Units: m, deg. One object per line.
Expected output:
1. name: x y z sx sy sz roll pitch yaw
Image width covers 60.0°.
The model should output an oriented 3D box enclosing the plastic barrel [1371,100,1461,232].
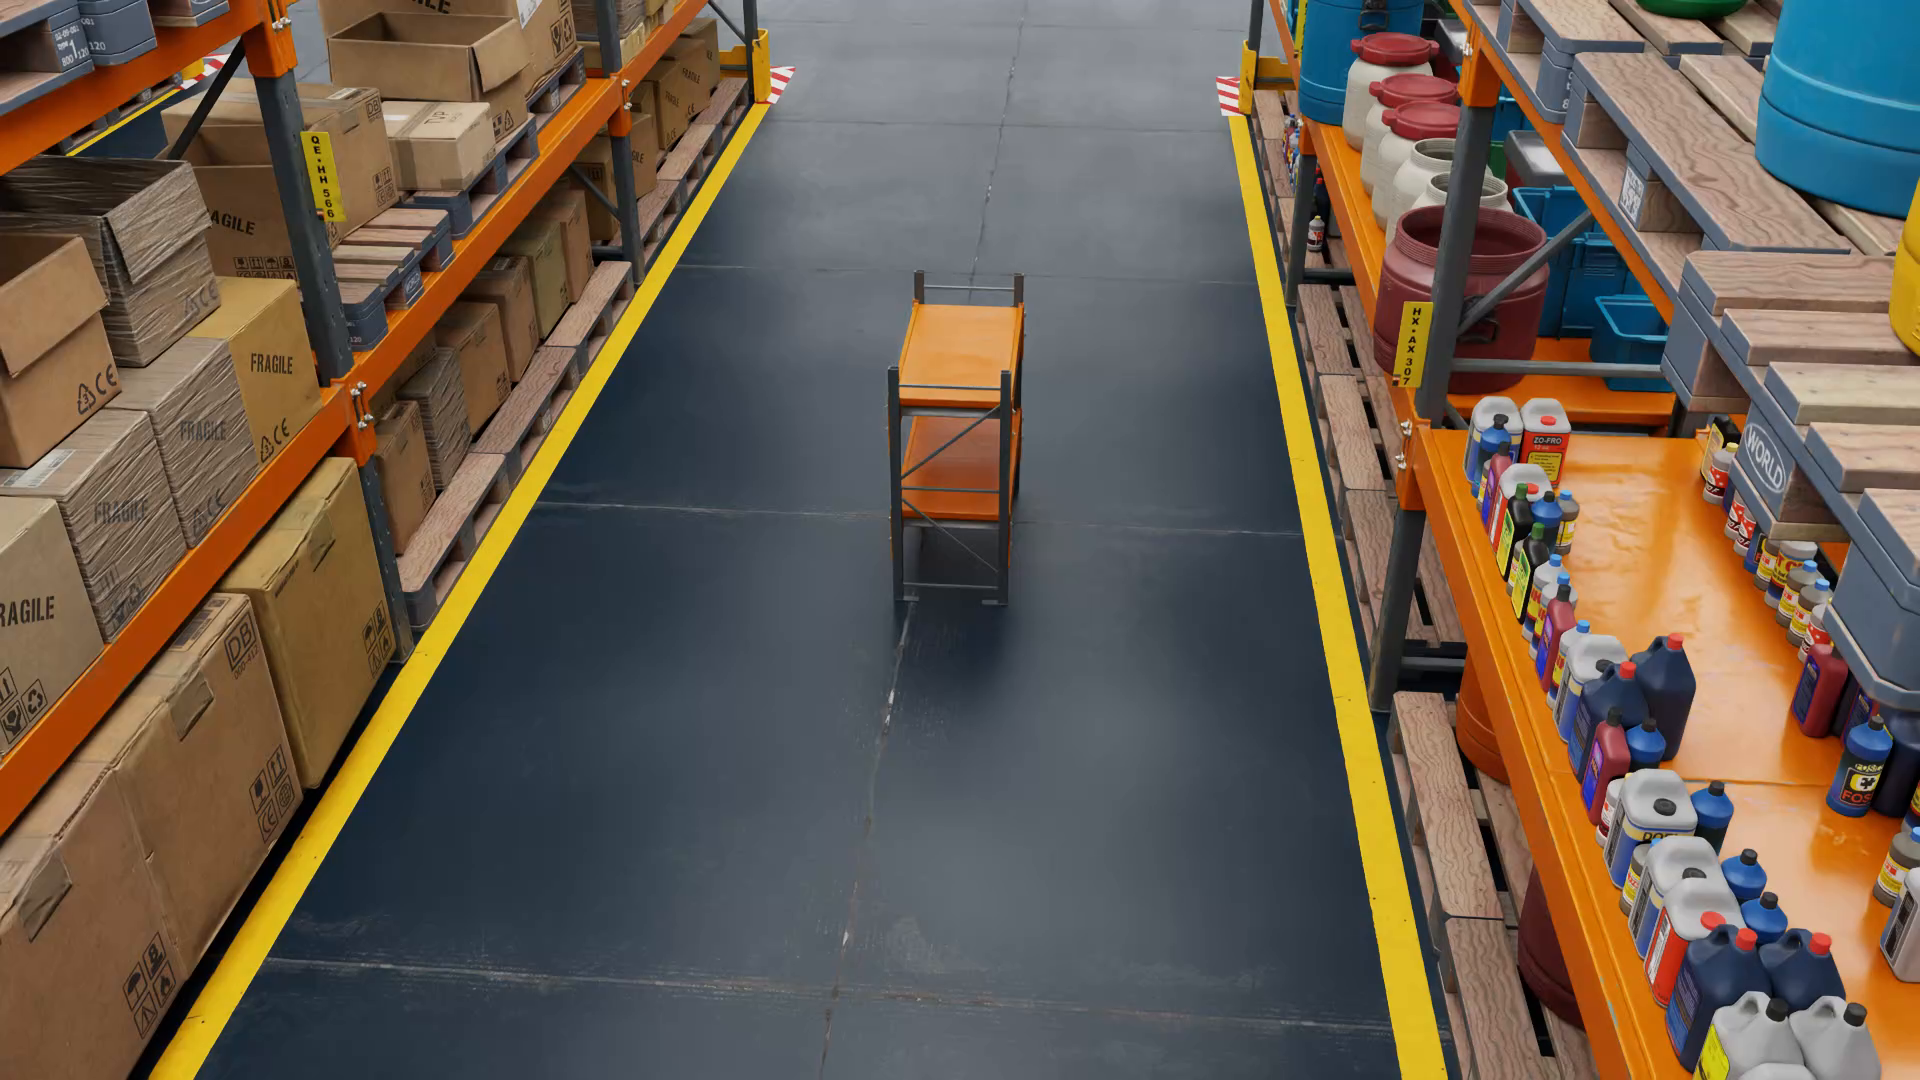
1. plastic barrel: 2.073 -1.645 7.430 0.433 0.535 0.433 0 32 0

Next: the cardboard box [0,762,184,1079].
1. cardboard box: -3.019 1.207 4.557 1.225 0.875 0.875 1 32 2

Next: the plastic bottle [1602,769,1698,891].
1. plastic bottle: 1.624 0.682 3.902 0.152 0.276 0.135 2 32 4

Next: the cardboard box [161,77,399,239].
1. cardboard box: -2.847 -1.609 7.006 0.700 0.500 0.500 7 32 11

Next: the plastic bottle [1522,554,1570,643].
1. plastic bottle: 1.678 0.163 4.749 0.097 0.271 0.097 0 32 0

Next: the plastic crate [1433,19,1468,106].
1. plastic crate: 2.730 -2.448 8.803 0.402 0.464 0.583 2 32 4

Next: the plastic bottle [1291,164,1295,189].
1. plastic bottle: 2.272 -2.450 11.114 0.097 0.201 0.097 0 32 0

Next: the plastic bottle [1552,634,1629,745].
1. plastic bottle: 1.669 0.395 4.369 0.152 0.276 0.135 2 32 4

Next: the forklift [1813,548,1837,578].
1. forklift: 5.216 -1.148 6.819 3.031 2.935 1.130 8 33 13

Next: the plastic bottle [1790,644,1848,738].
1. plastic bottle: 2.280 0.372 4.399 0.061 0.283 0.133 2 32 4

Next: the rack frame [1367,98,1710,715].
1. rack frame: 2.139 -0.596 5.858 1.000 3.000 0.127 2 32 4

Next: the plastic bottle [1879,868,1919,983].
1. plastic bottle: 2.155 0.832 3.659 0.152 0.276 0.135 2 32 4

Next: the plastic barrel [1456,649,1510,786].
1. plastic barrel: 2.116 0.406 5.901 0.600 0.830 0.708 2 32 4

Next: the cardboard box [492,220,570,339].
1. cardboard box: -2.601 -1.453 9.213 0.700 0.500 0.500 2 32 4

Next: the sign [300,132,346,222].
1. sign: -2.244 -1.278 5.862 0.100 0.325 0.005 2 32 4

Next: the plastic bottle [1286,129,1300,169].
1. plastic bottle: 2.304 -2.691 11.439 0.097 0.271 0.097 0 32 0

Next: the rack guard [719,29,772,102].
1. rack guard: -2.152 -3.887 13.580 1.175 0.500 0.348 2 32 4

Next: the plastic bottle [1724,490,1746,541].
1. plastic bottle: 2.485 -0.101 5.245 0.097 0.201 0.097 0 32 0

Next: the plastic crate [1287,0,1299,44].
1. plastic crate: 2.284 -3.215 10.249 0.499 0.251 0.616 2 32 4

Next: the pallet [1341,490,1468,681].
1. pallet: 2.241 0.188 7.244 1.003 0.211 1.213 2 32 4

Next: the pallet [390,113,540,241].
1. pallet: -2.677 -1.763 7.934 1.003 0.211 1.213 2 32 4

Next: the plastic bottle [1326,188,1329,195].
1. plastic bottle: 2.395 -2.172 10.591 0.152 0.276 0.135 2 32 4

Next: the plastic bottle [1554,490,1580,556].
1. plastic bottle: 1.870 -0.061 5.180 0.097 0.201 0.097 0 32 0

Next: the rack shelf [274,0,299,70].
1. rack shelf: -2.634 -2.824 7.300 1.077 0.370 4.000 2 32 4

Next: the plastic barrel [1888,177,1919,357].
1. plastic barrel: 1.686 -0.526 2.306 0.600 0.588 0.600 0 32 0

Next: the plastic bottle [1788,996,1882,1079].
1. plastic bottle: 1.706 1.028 3.269 0.144 0.351 0.185 2 32 4

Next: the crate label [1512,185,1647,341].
1. crate label: 2.490 -1.119 6.673 0.502 0.435 0.616 2 32 4

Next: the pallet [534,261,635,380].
1. pallet: -2.534 -1.305 9.666 1.003 0.211 1.213 2 32 4

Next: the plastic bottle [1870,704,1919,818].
1. plastic bottle: 2.358 0.500 4.126 0.144 0.351 0.185 2 32 4

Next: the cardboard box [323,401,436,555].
1. cardboard box: -2.763 -0.282 7.311 0.700 0.500 0.500 1 32 1

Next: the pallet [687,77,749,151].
1. pallet: -2.254 -3.341 12.969 1.003 0.211 1.213 2 32 4

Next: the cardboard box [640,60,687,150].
1. cardboard box: -2.298 -3.139 11.967 0.500 0.500 0.500 5 32 9

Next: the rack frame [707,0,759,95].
1. rack frame: -2.146 -4.991 12.989 1.000 3.000 0.127 2 32 4

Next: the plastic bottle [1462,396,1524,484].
1. plastic bottle: 1.782 -0.331 5.546 0.152 0.276 0.135 2 32 4

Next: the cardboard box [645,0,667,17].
1. cardboard box: -2.298 -3.561 10.290 0.875 0.500 0.500 2 32 4

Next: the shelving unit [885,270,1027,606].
1. shelving unit: -0.001 -0.475 7.449 0.538 1.125 1.048 2 32 4

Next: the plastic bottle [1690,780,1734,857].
1. plastic bottle: 1.750 0.680 3.910 0.097 0.271 0.097 0 32 0

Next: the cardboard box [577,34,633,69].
1. cardboard box: -2.154 -2.892 9.823 0.380 0.149 0.250 2 32 4

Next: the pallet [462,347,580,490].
1. pallet: -2.630 -0.665 8.628 1.003 0.211 1.213 2 32 4

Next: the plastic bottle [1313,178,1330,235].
1. plastic bottle: 2.230 -2.096 10.398 0.144 0.351 0.185 2 32 3

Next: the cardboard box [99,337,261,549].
1. cardboard box: -2.637 -0.321 5.316 0.500 0.500 0.500 2 32 4

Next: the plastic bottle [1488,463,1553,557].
1. plastic bottle: 1.744 -0.089 5.153 0.152 0.276 0.135 2 32 4

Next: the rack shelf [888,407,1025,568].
1. rack shelf: -0.001 -0.267 7.577 0.538 0.278 1.000 2 32 4

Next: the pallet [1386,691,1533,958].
1. pallet: 2.117 1.005 5.918 1.003 0.211 1.213 2 32 4

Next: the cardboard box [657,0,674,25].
1. cardboard box: -2.056 -3.414 10.670 0.380 0.149 0.250 2 32 4

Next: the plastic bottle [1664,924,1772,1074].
1. plastic bottle: 1.577 0.925 3.436 0.144 0.351 0.185 2 32 4

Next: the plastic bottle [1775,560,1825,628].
1. plastic bottle: 2.446 0.153 4.832 0.097 0.201 0.097 0 32 0

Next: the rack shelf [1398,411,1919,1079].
1. rack shelf: 1.976 0.756 4.350 1.077 0.370 4.000 2 32 4
